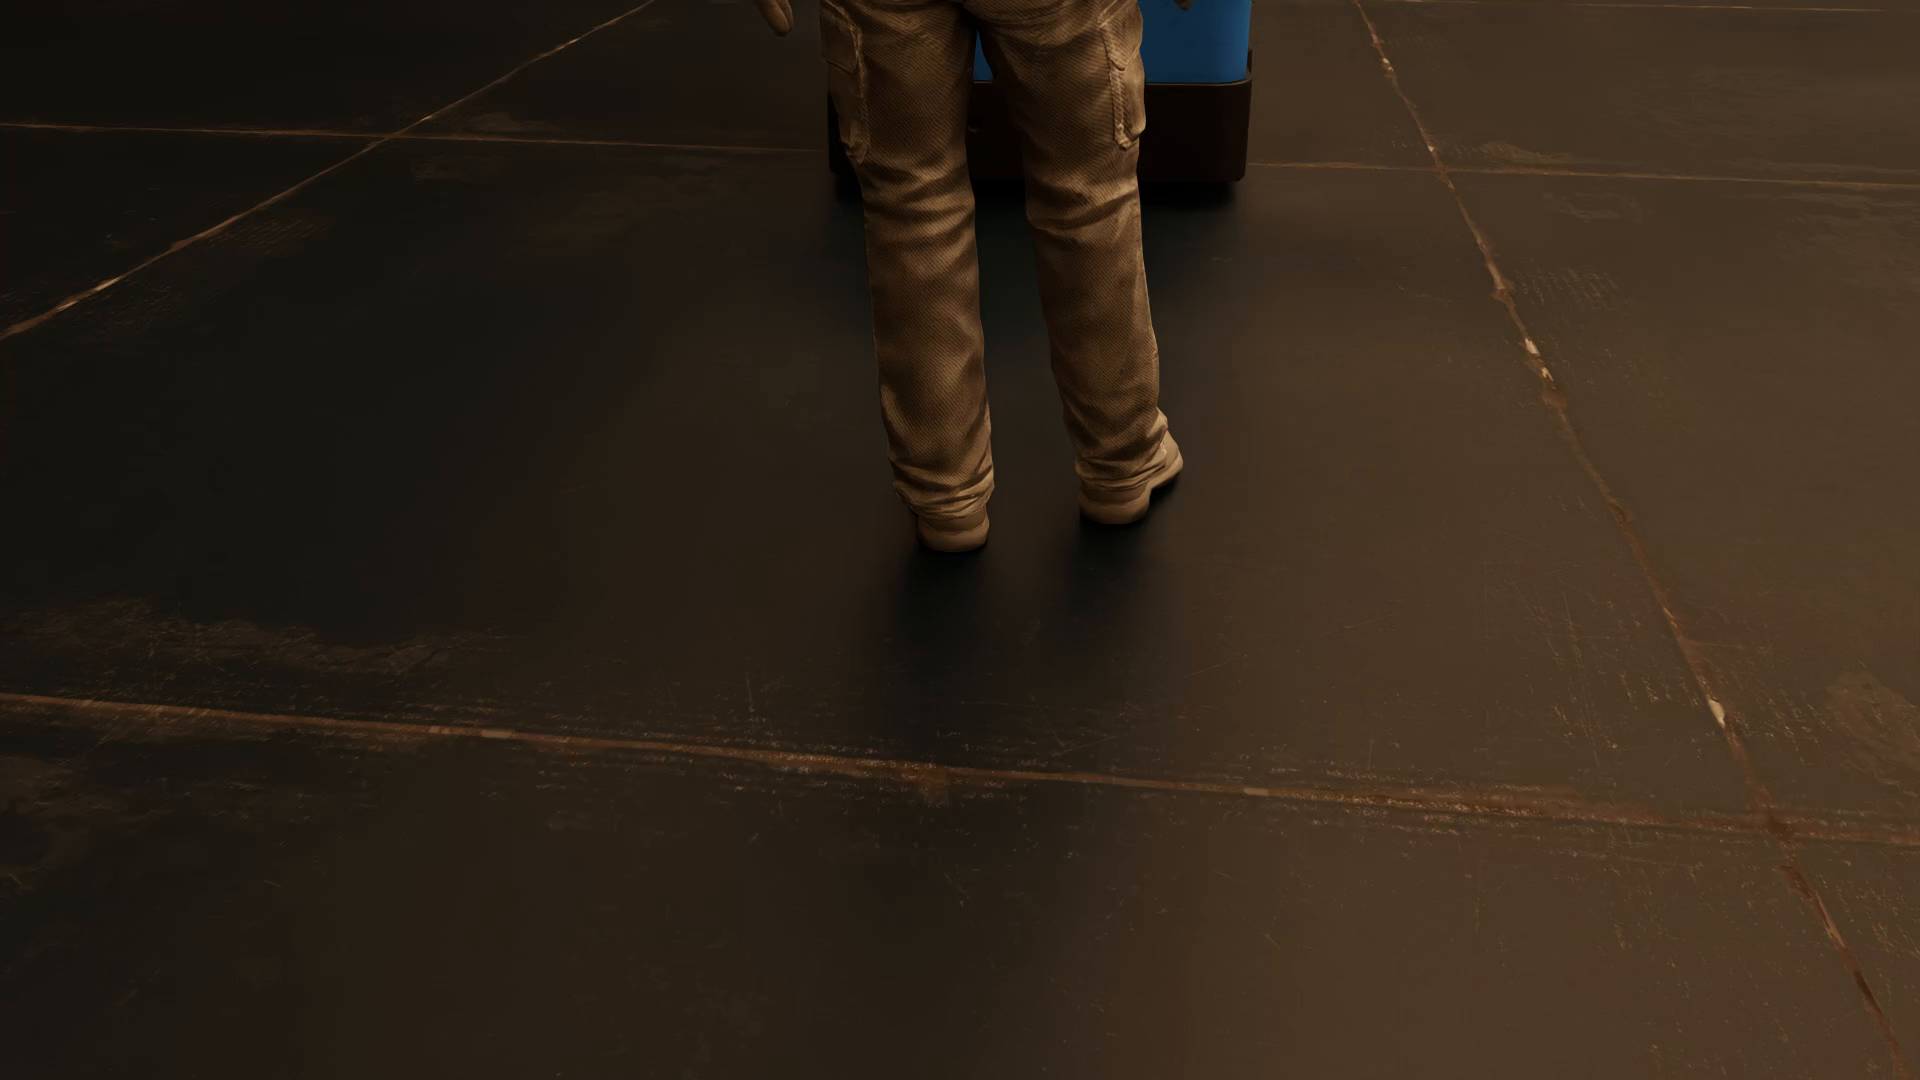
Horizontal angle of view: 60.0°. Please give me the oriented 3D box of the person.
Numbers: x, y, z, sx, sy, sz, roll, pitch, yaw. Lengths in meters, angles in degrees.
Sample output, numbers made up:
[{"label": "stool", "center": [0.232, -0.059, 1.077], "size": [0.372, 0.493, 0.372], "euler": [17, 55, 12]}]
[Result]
[{"label": "person", "center": [0.018, -0.836, 2.162], "size": [0.657, 1.785, 0.575], "euler": [3, 27, 7]}]

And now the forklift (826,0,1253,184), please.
[{"label": "forklift", "center": [0.279, -2.811, 4.852], "size": [1.130, 2.935, 3.031], "euler": [2, 27, 3]}]
